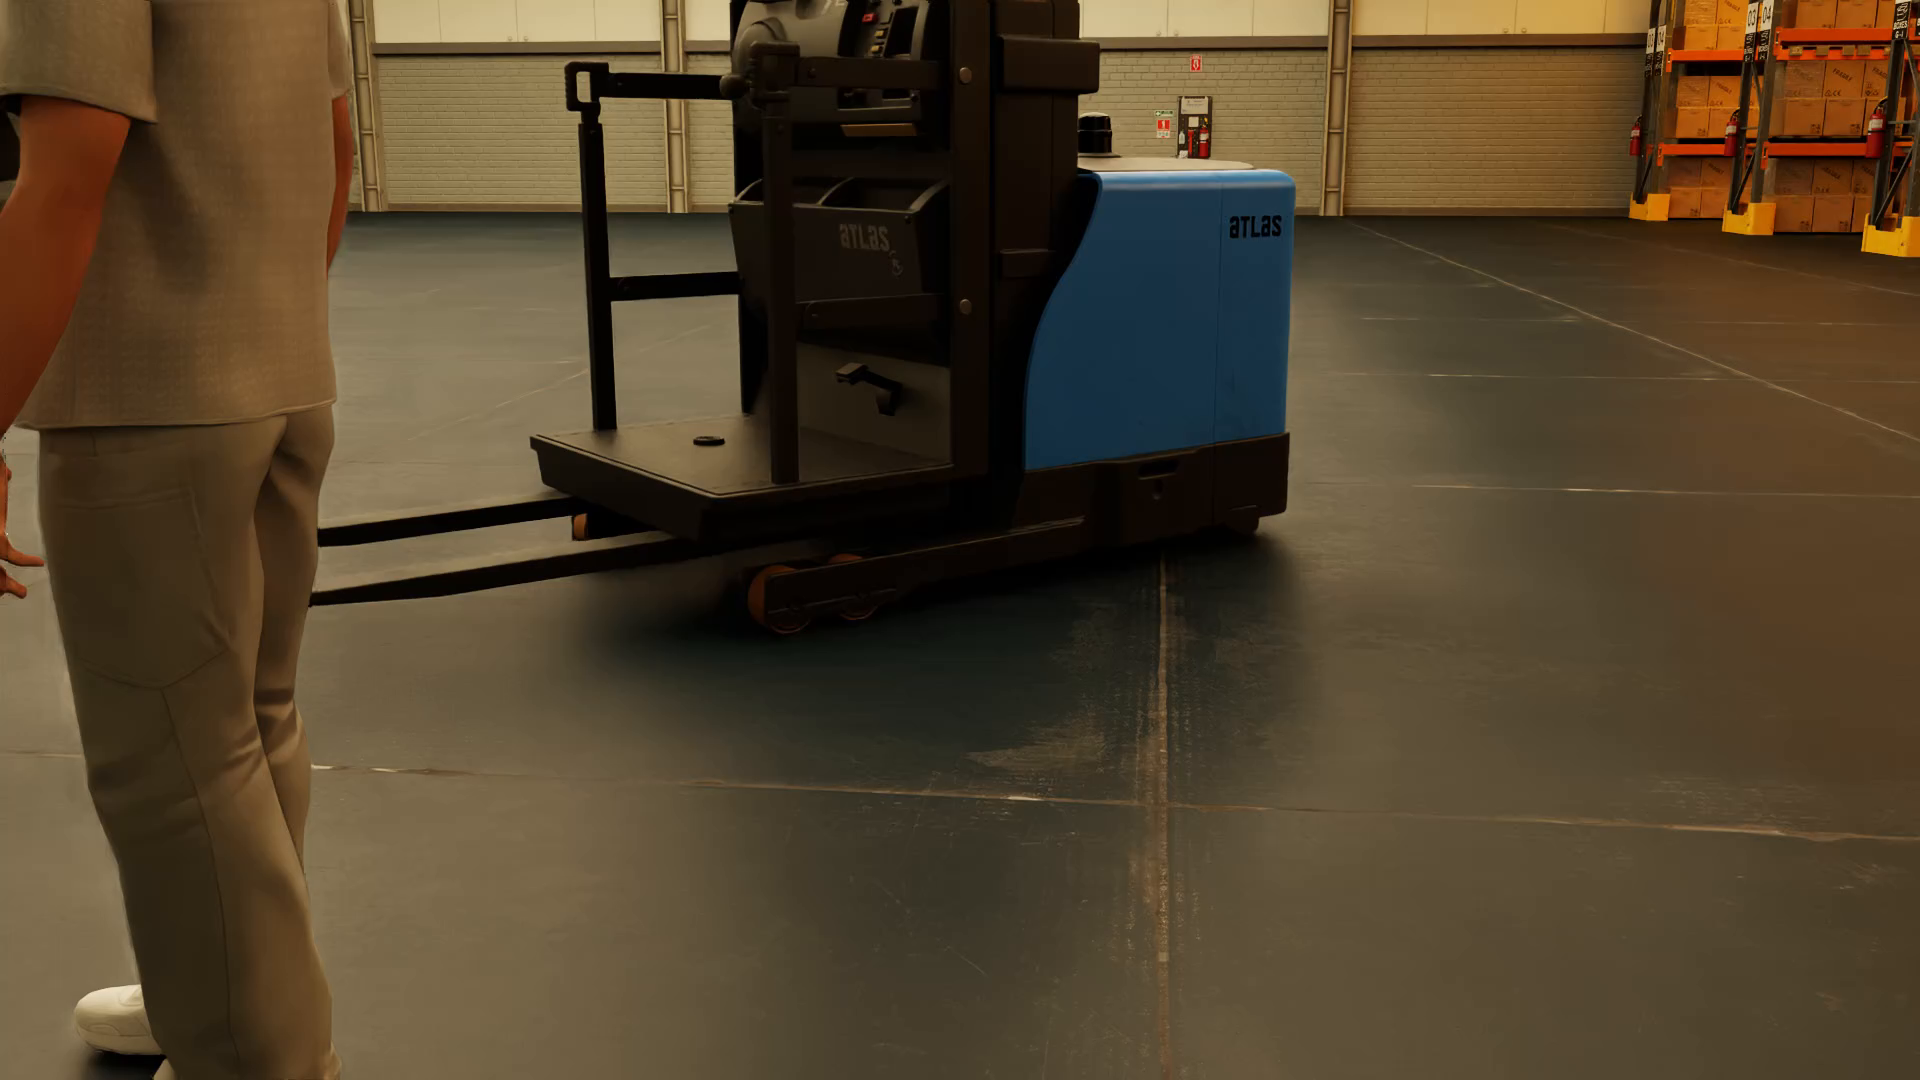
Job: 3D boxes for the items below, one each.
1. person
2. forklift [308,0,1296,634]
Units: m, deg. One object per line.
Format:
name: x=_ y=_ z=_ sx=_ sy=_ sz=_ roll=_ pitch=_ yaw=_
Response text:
person: x=-0.895 y=-0.116 z=1.763 sx=0.536 sy=1.679 sz=0.566 roll=1 pitch=13 yaw=5
forklift: x=-0.498 y=-1.337 z=4.227 sx=3.031 sy=2.935 sz=1.130 roll=-10 pitch=16 yaw=-36
